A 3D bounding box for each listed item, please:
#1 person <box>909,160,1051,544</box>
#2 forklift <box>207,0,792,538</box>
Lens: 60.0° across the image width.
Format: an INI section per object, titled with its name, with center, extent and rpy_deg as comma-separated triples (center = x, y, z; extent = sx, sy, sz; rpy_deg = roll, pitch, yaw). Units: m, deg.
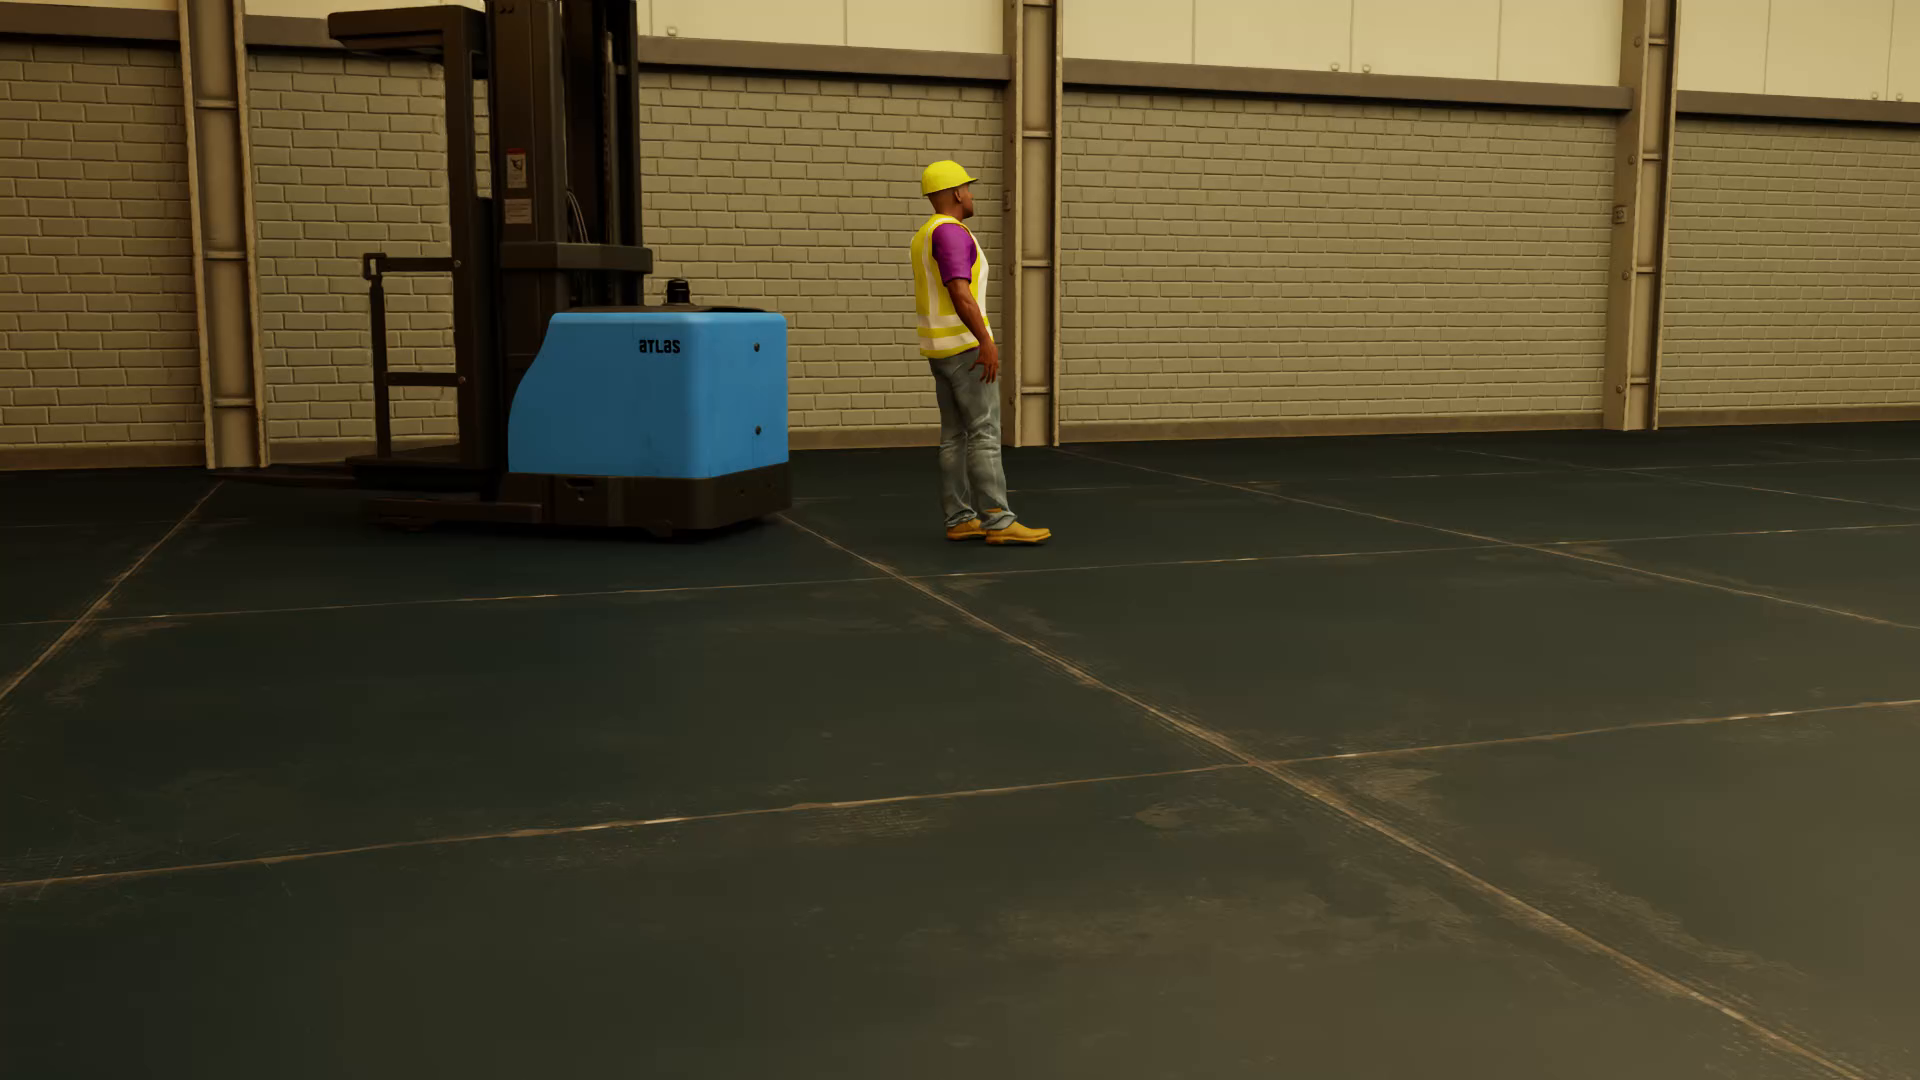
[person]
center = 0.069, -0.884, 7.822
extent = 0.574, 1.769, 0.665
rpy_deg = -3, 8, -18
[forklift]
center = -2.445, -1.554, 8.473
extent = 3.031, 2.935, 1.130
rpy_deg = 3, 8, 18
